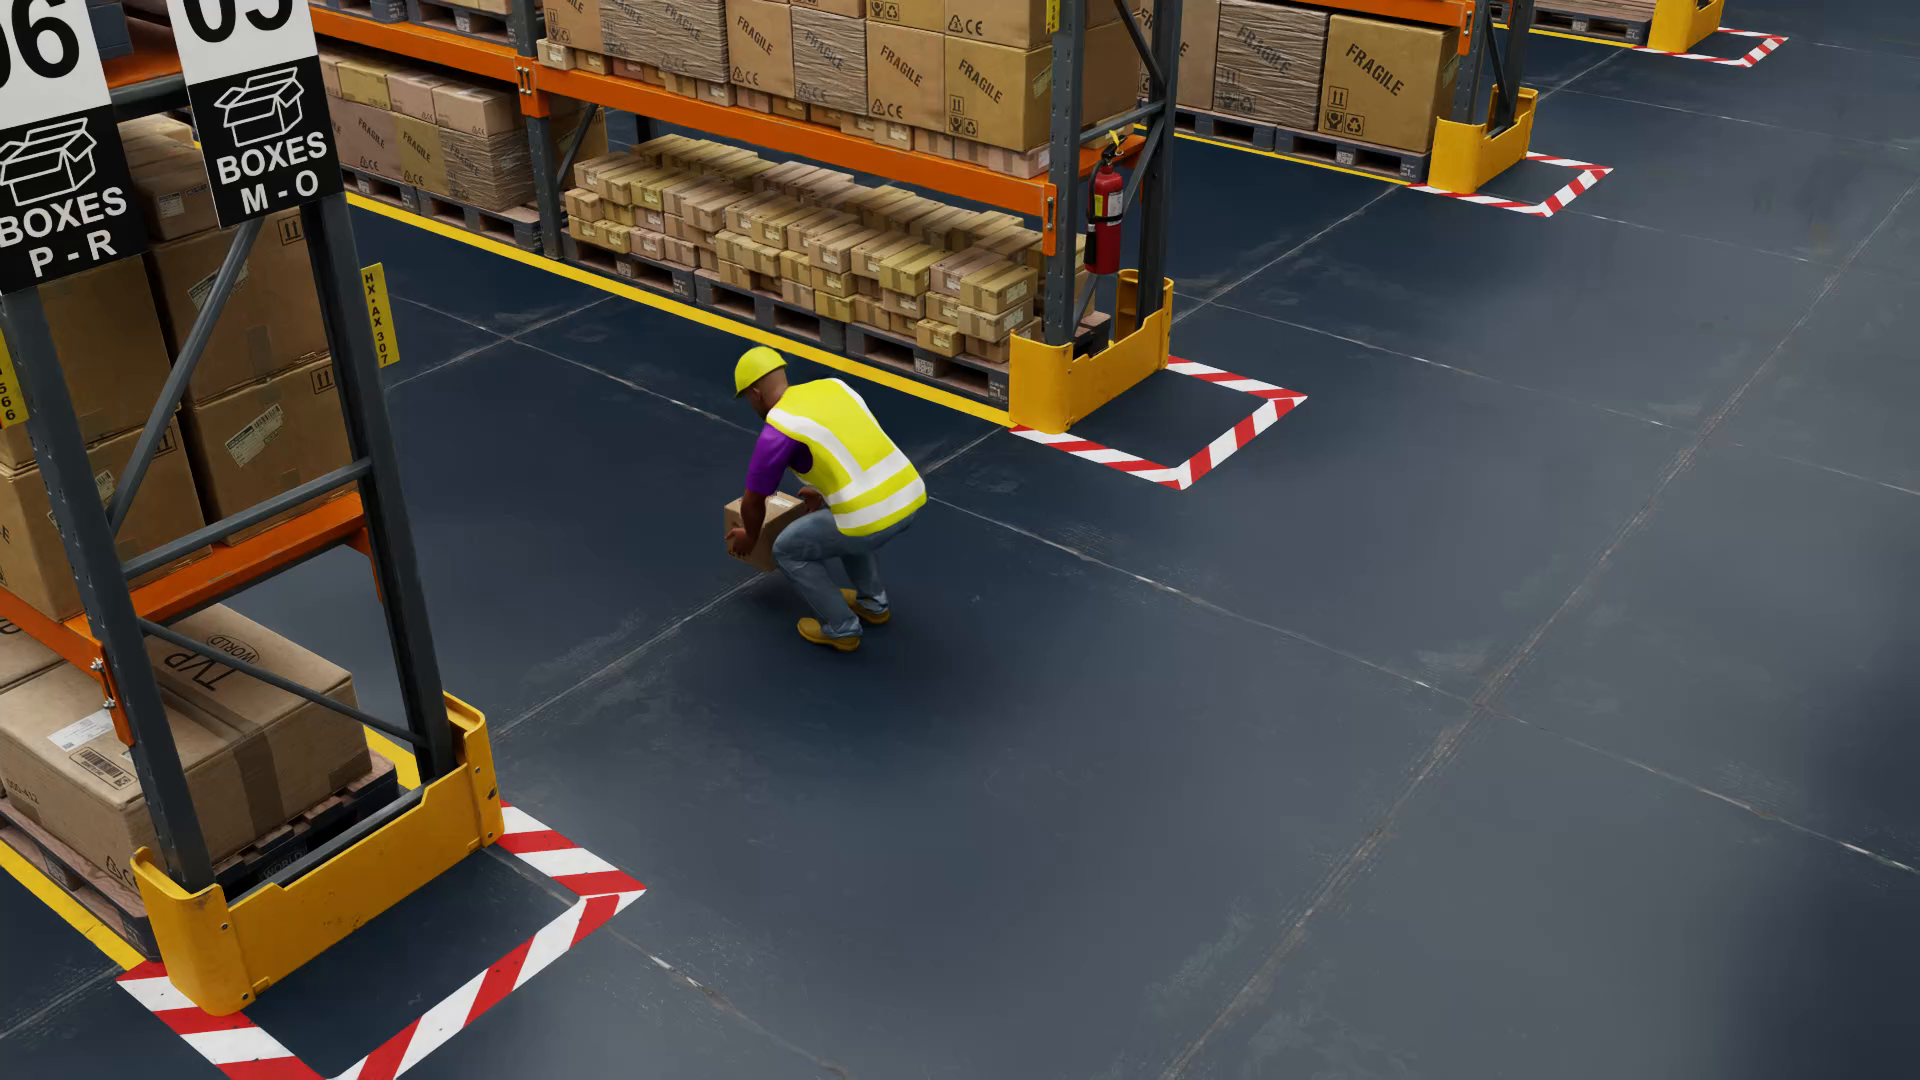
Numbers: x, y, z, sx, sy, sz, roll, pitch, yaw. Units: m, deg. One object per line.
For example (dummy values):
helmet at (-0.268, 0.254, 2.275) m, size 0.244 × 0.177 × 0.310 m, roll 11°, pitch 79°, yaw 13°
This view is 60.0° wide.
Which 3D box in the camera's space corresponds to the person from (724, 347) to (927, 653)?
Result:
person at (-0.568, -0.158, 6.901) m, size 0.831 × 1.230 × 0.623 m, roll 21°, pitch 37°, yaw 31°
